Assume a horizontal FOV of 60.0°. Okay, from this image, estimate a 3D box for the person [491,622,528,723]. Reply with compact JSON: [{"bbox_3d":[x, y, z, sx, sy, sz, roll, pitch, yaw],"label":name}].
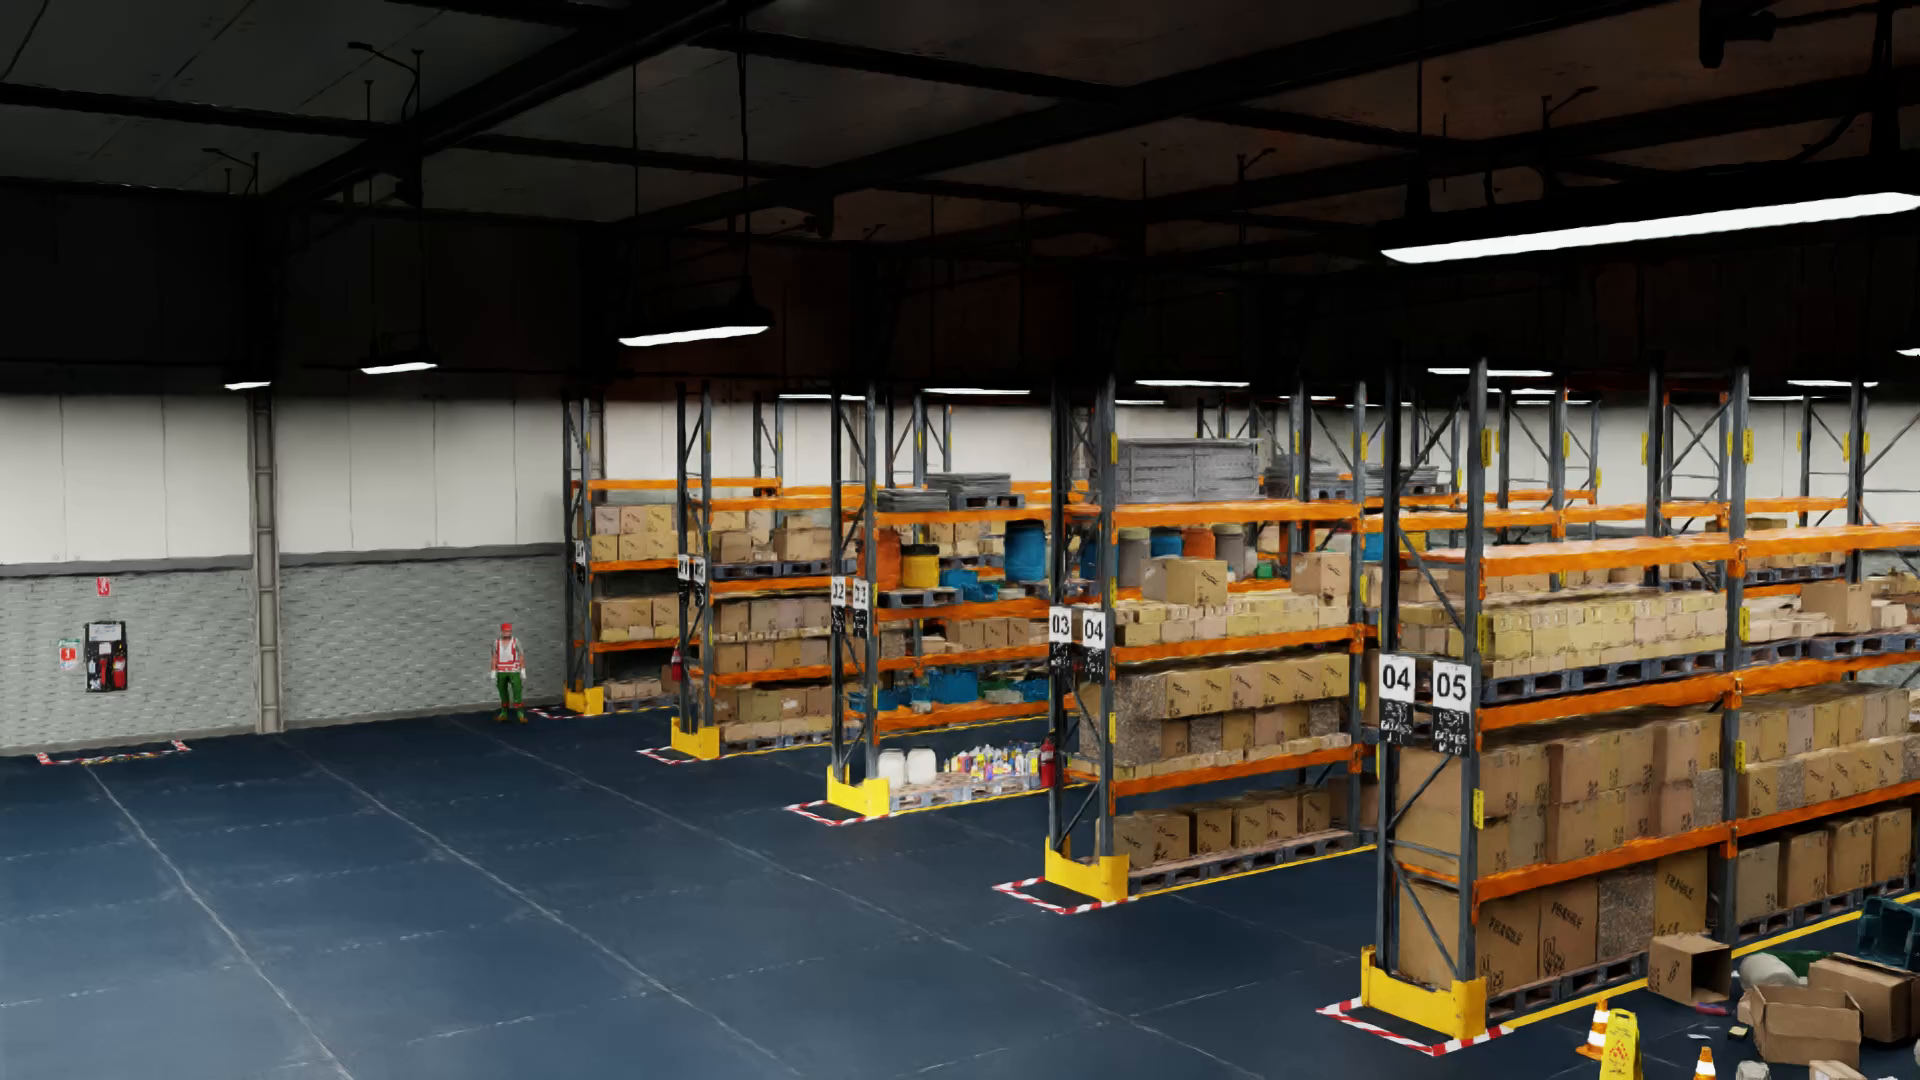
[{"bbox_3d":[-8.023,2.356,29.649,0.702,1.785,0.528,0,4,-2],"label":"person"}]
